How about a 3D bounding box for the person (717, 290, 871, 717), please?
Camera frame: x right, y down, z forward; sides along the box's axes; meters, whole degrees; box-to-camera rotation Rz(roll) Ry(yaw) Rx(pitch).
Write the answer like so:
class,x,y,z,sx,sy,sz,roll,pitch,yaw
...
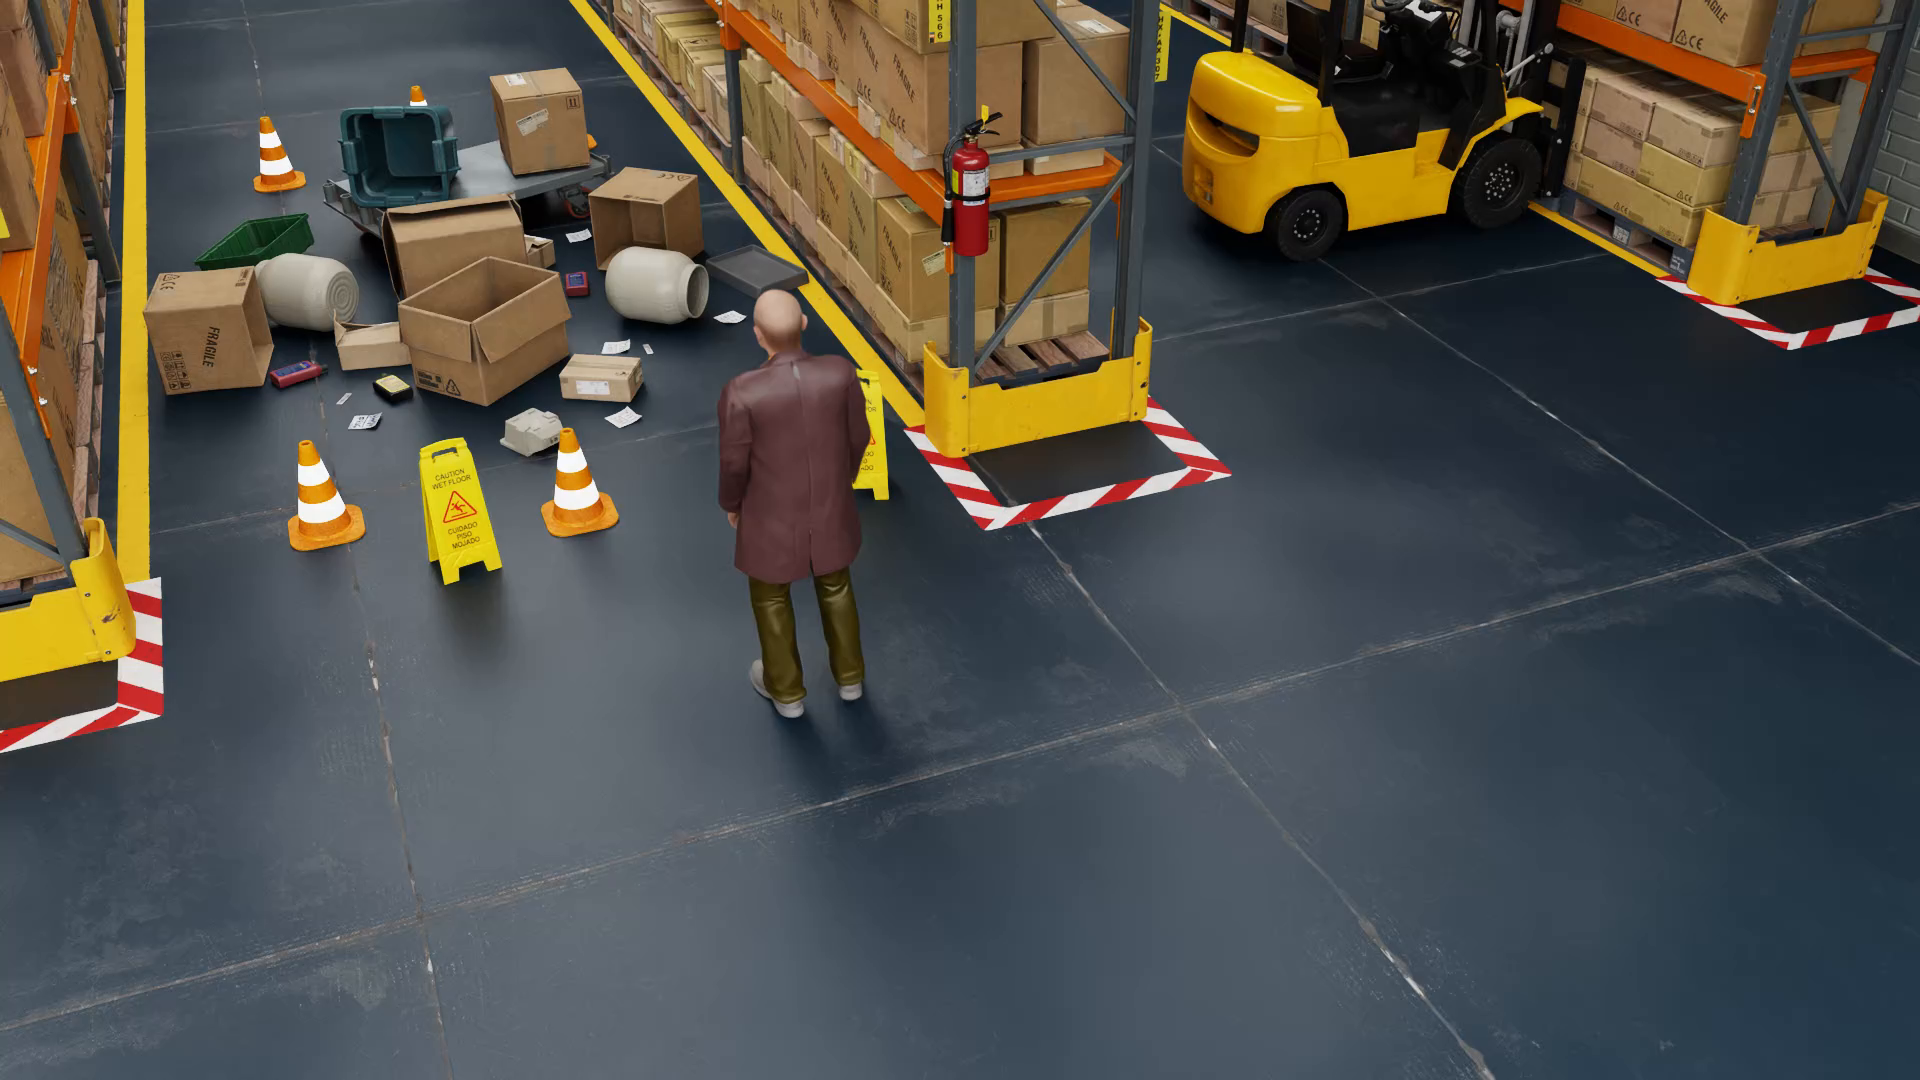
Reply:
class,x,y,z,sx,sy,sz,roll,pitch,yaw
person,-0.631,-0.128,6.346,0.587,1.779,0.424,-14,35,-20
